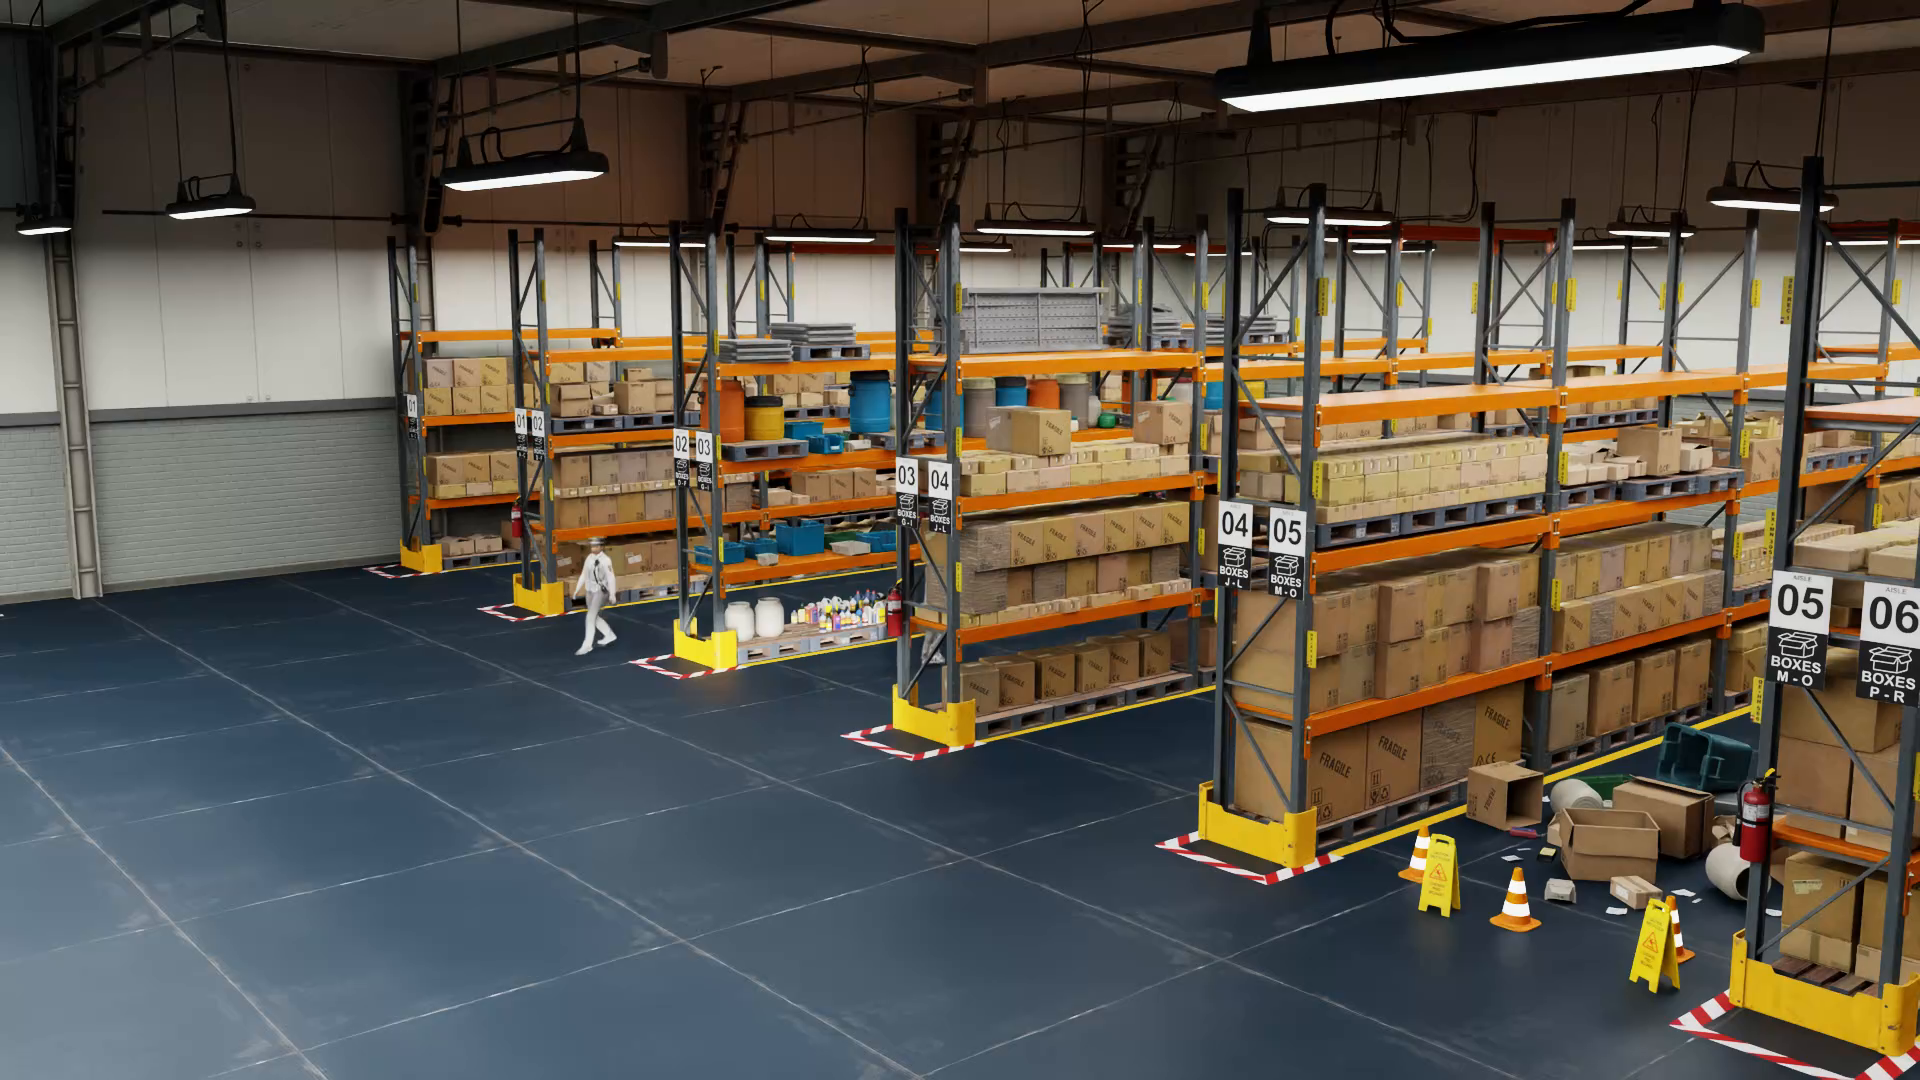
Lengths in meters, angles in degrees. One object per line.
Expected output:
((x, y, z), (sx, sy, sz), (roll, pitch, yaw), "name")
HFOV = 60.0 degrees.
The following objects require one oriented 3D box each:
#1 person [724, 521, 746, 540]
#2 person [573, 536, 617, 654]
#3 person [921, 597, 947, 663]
((-4.248, -0.402, 30.679), (0.619, 1.794, 0.798), (7, 11, 37), "person")
((-5.149, 0.763, 23.548), (0.562, 1.678, 0.733), (6, 11, 36), "person")
((-0.325, 0.901, 22.669), (0.465, 1.581, 0.456), (-5, 10, -29), "person")
